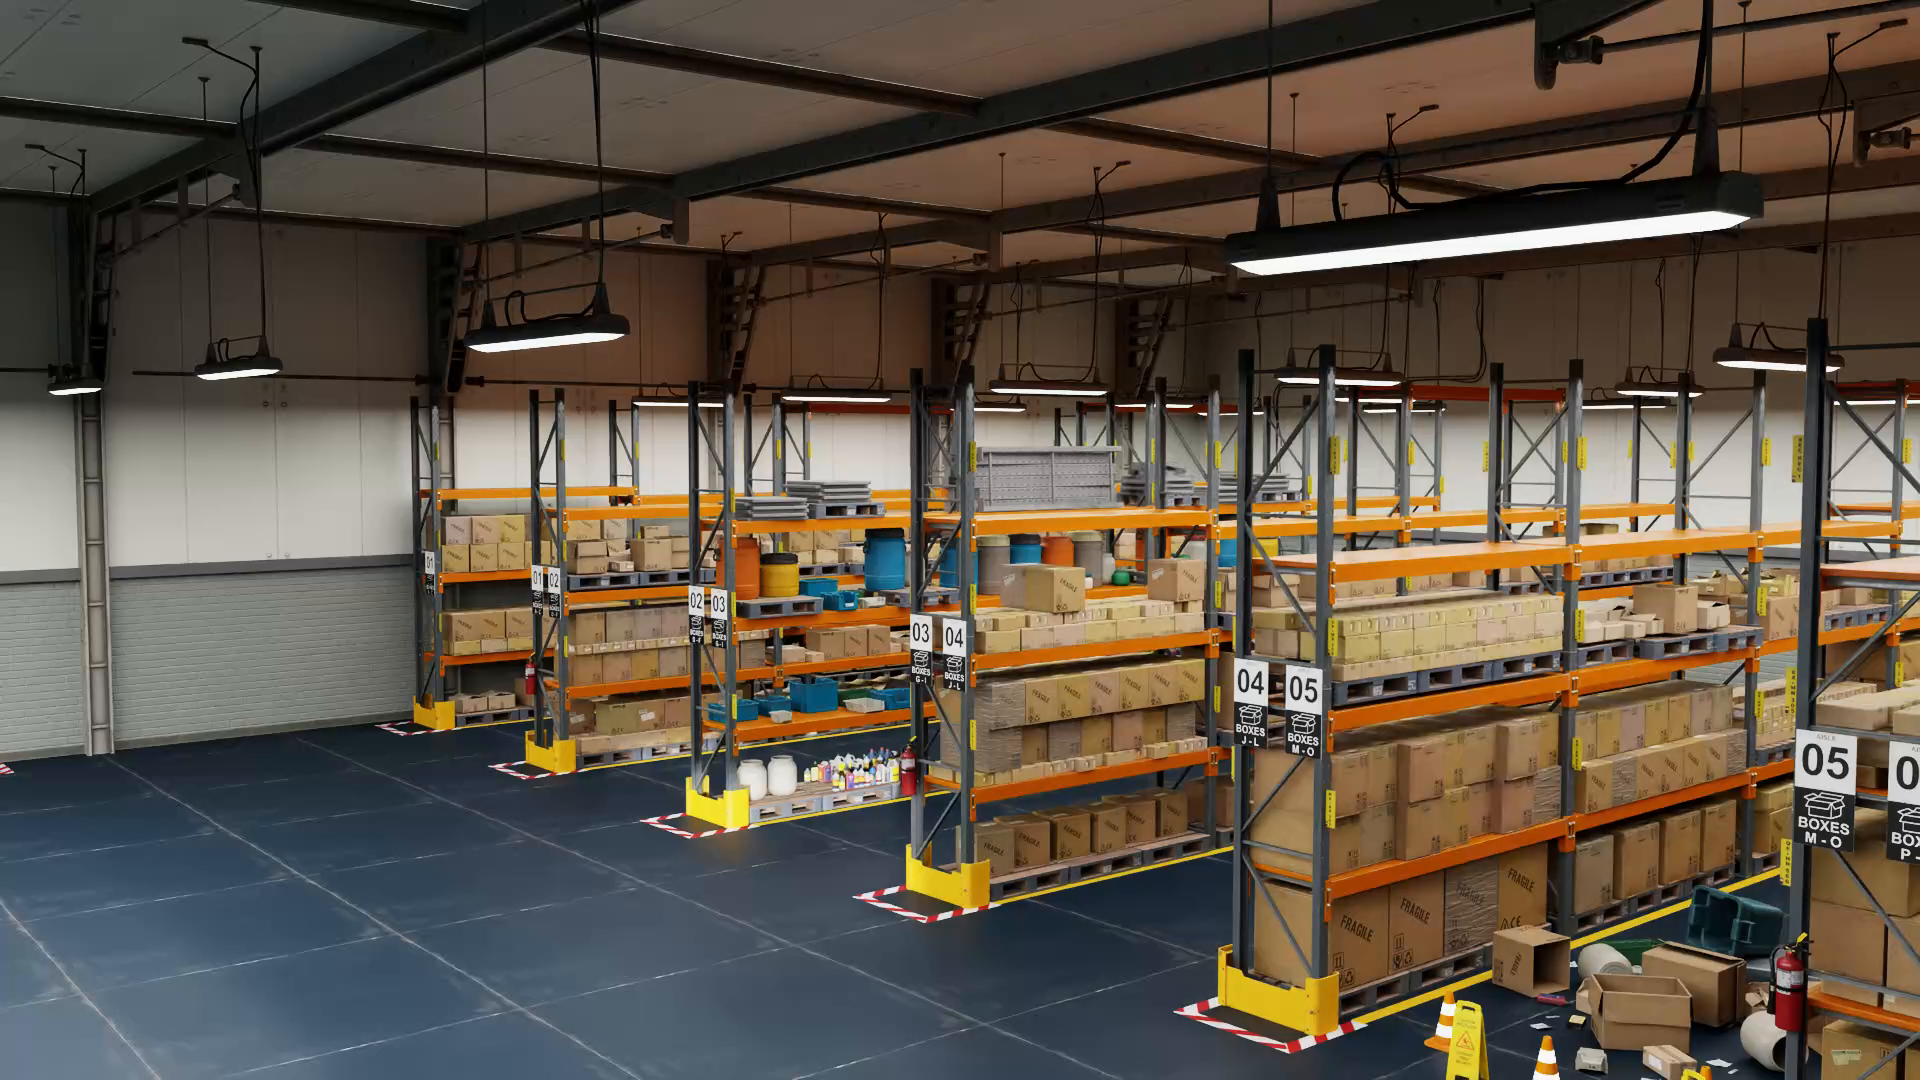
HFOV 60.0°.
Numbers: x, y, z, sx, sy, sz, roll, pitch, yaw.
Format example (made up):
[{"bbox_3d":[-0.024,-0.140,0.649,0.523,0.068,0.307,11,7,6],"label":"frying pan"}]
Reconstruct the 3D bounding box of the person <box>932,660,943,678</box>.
[{"bbox_3d":[-0.312,2.368,33.797,0.566,1.630,0.582,-2,4,-34],"label":"person"}]

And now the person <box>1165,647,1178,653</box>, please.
[{"bbox_3d":[4.200,2.405,32.032,0.782,1.734,0.674,-3,5,-45],"label":"person"}]
